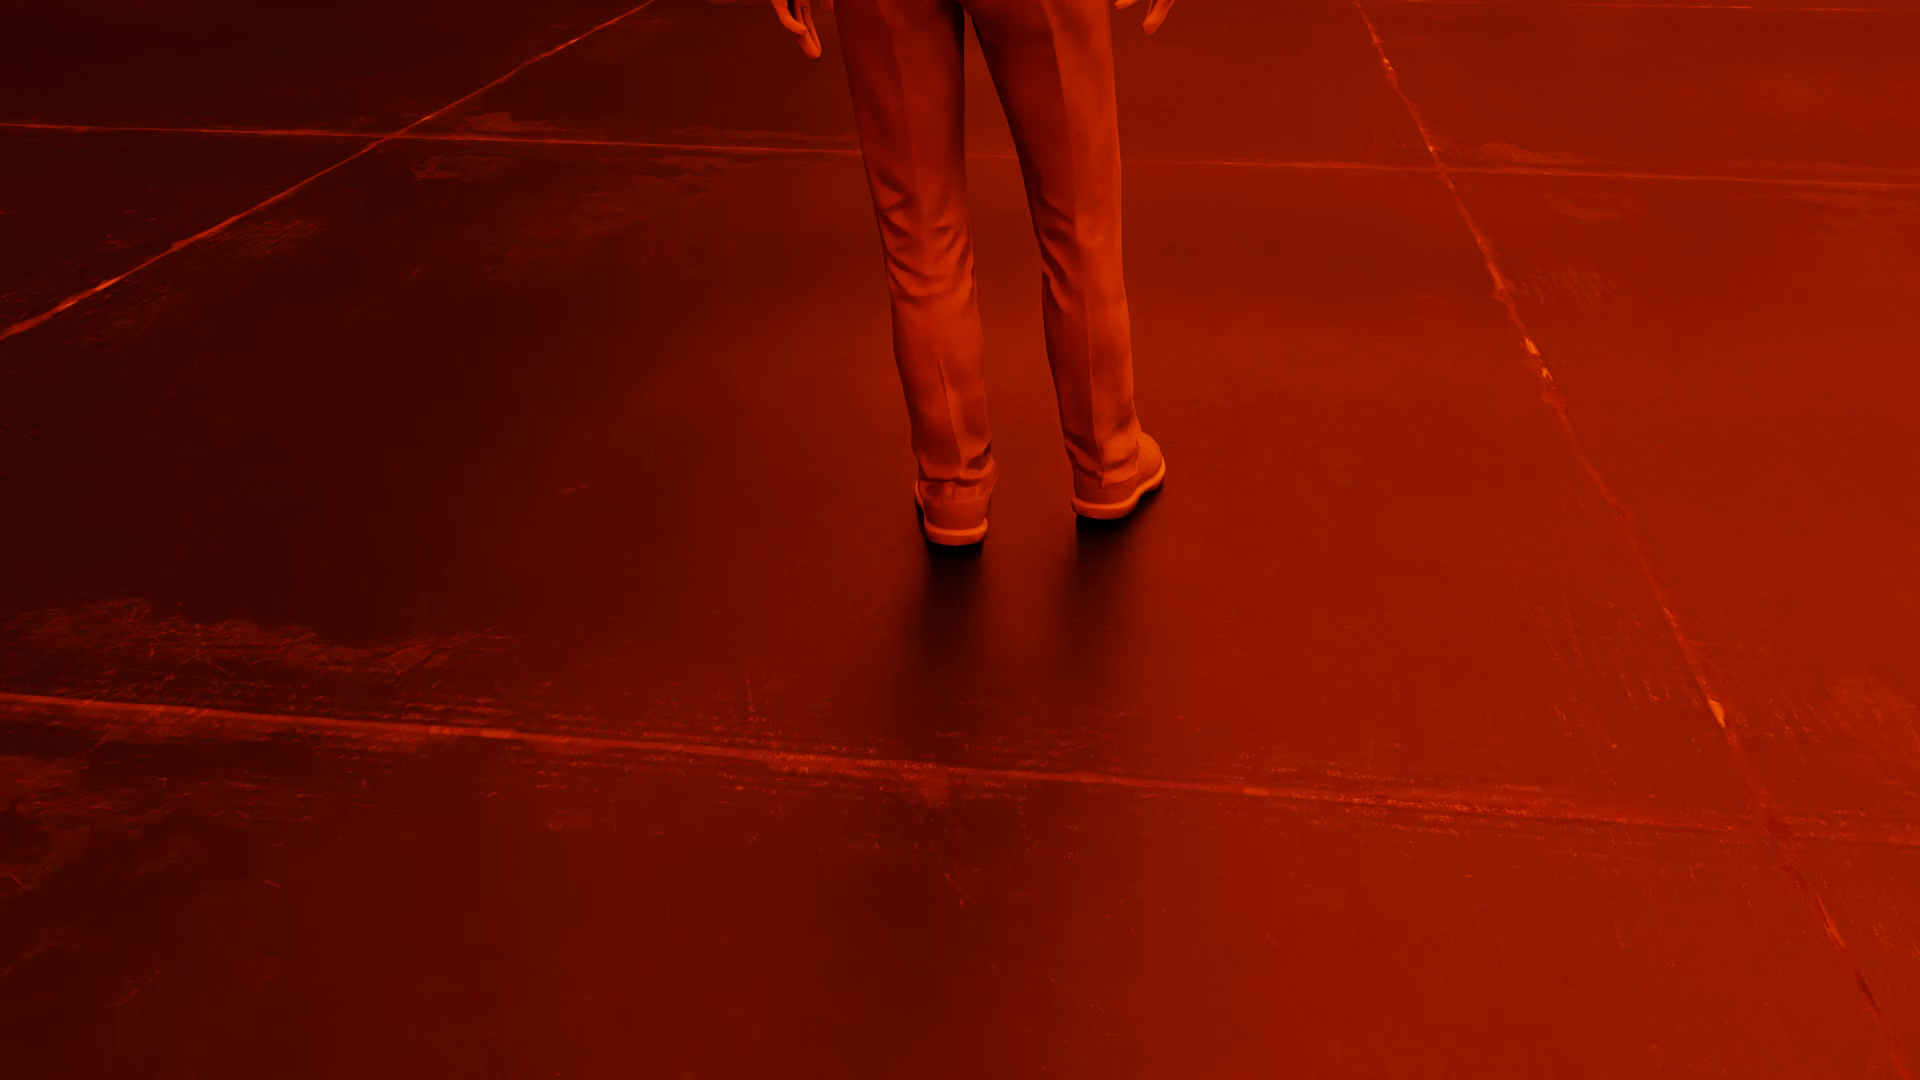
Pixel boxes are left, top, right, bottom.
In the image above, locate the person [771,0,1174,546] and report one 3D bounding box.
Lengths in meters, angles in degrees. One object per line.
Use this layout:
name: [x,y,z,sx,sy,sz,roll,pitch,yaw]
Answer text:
person: [0.016,-0.795,2.179,0.586,1.694,0.530,3,27,7]
